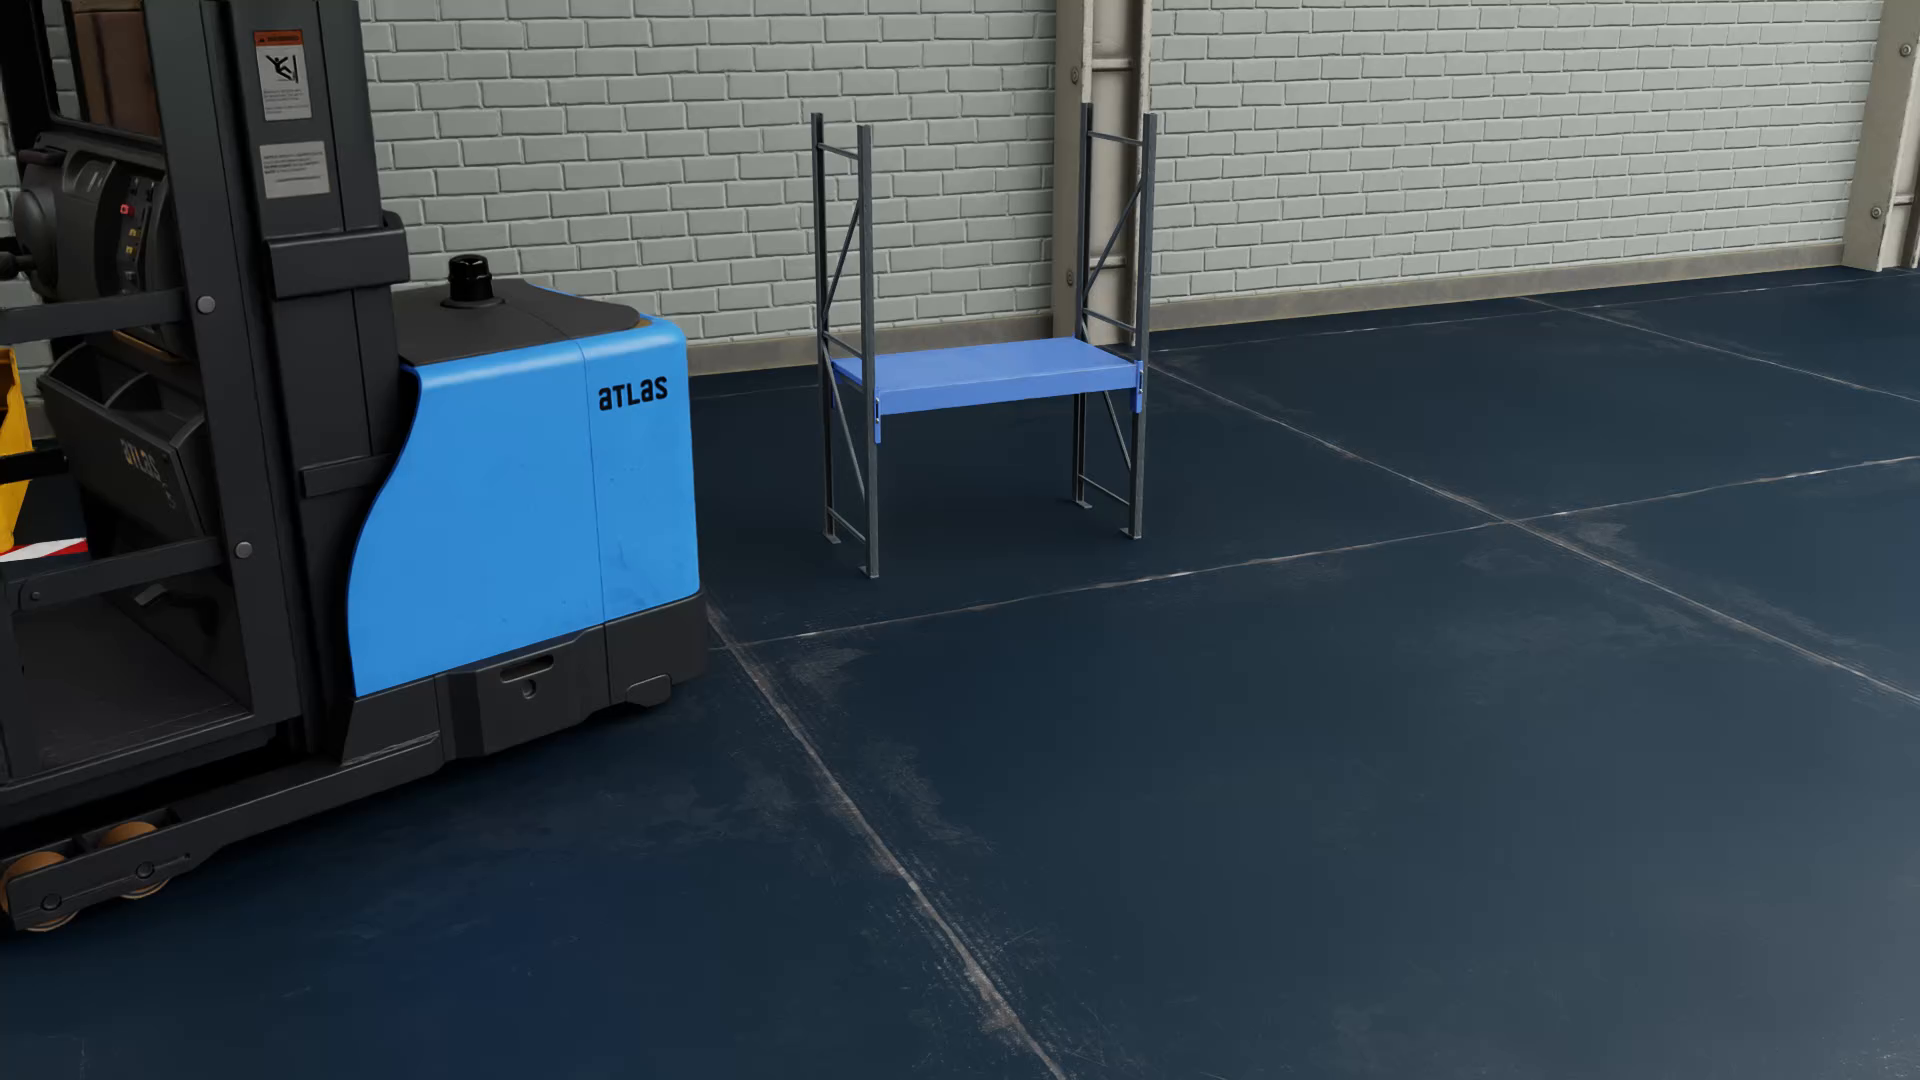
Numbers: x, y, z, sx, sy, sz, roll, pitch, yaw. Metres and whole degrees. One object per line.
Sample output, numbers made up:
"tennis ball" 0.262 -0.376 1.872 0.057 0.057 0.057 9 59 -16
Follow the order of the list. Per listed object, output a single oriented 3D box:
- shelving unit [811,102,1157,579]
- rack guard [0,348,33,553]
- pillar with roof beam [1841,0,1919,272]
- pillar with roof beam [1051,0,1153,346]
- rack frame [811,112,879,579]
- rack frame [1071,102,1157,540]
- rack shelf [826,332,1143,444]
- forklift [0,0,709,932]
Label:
"shelving unit" 0.078 -0.719 5.805 1.048 1.500 0.538 -8 21 -22
"rack guard" -3.753 -0.345 6.249 0.348 0.500 1.175 -8 21 -22
"pillar with roof beam" 7.952 -4.800 6.104 0.400 9.000 9.100 -8 21 -22
"pillar with roof beam" 2.443 -4.010 3.862 0.400 9.000 9.100 -8 21 -22
"rack frame" -0.388 -0.652 5.615 0.032 1.500 0.500 -8 21 -22
"rack frame" 0.545 -0.786 5.995 0.032 1.500 0.500 -8 21 -22
"rack shelf" 0.078 -0.549 5.865 1.000 0.185 0.538 -8 21 -22
"forklift" -2.134 -0.728 3.676 3.031 2.935 1.130 -18 26 -41
